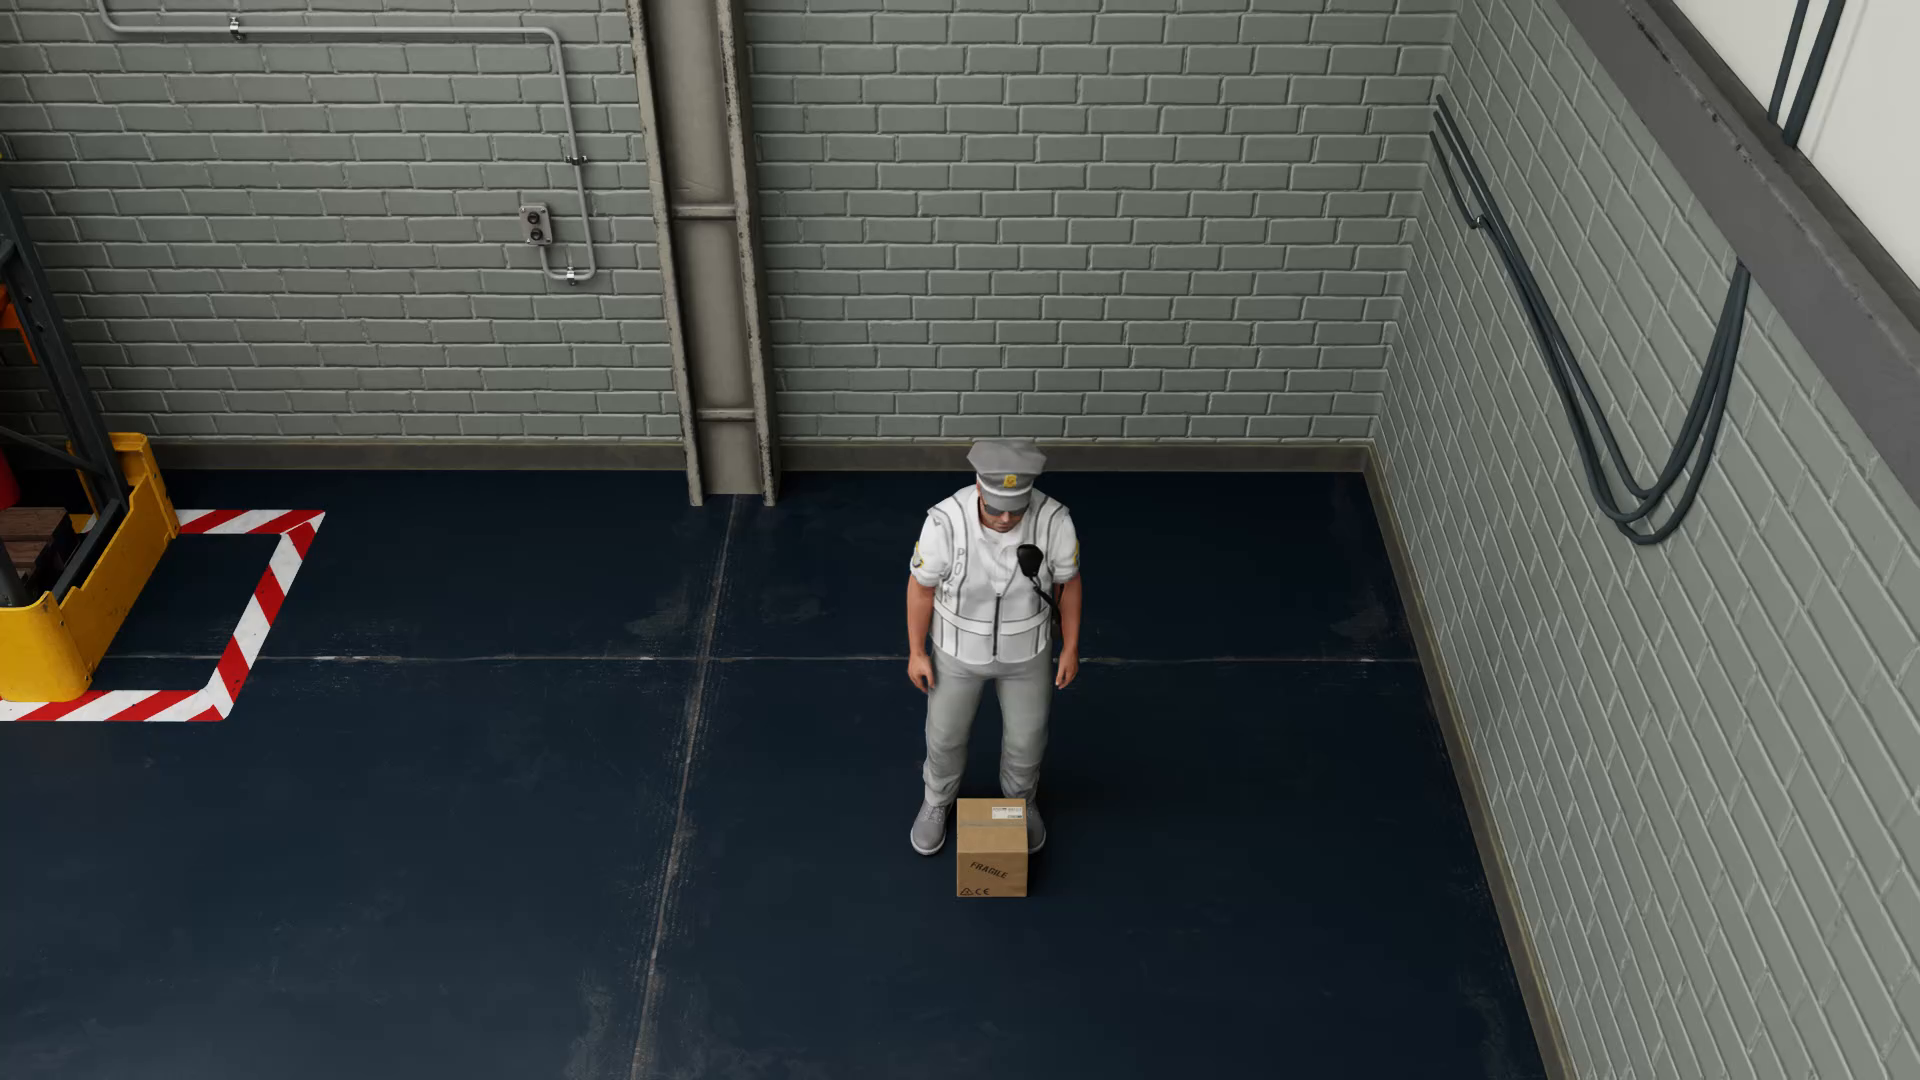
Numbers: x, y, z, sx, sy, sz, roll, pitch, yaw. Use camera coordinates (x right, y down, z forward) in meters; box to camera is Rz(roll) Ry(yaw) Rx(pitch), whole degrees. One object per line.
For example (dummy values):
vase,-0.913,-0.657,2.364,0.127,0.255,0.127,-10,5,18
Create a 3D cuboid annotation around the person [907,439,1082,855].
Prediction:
person,0.113,0.353,5.717,0.600,1.749,0.433,-1,39,-2
